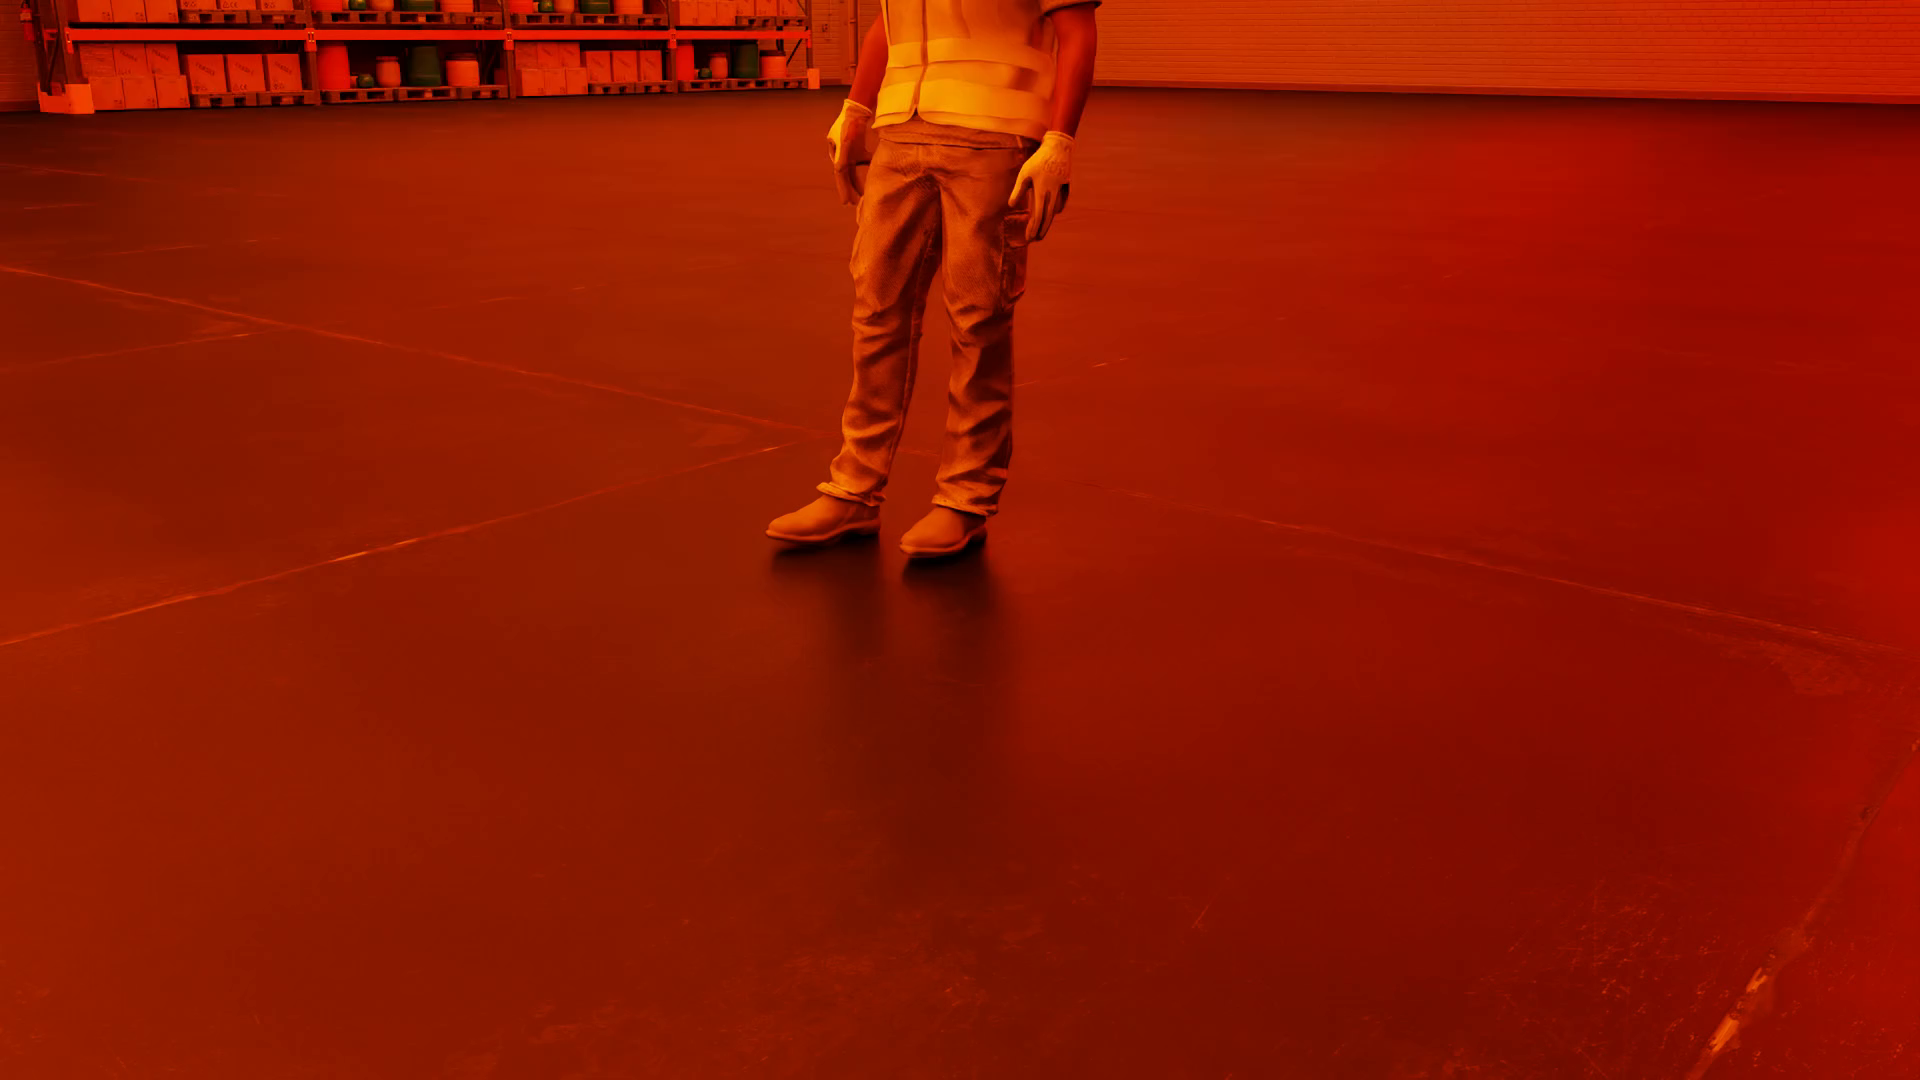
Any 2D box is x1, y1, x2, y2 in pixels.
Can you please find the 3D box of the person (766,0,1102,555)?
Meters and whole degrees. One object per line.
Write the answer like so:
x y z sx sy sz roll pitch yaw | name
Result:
-0.053 -0.846 3.632 0.657 1.785 0.575 13 21 37 | person
